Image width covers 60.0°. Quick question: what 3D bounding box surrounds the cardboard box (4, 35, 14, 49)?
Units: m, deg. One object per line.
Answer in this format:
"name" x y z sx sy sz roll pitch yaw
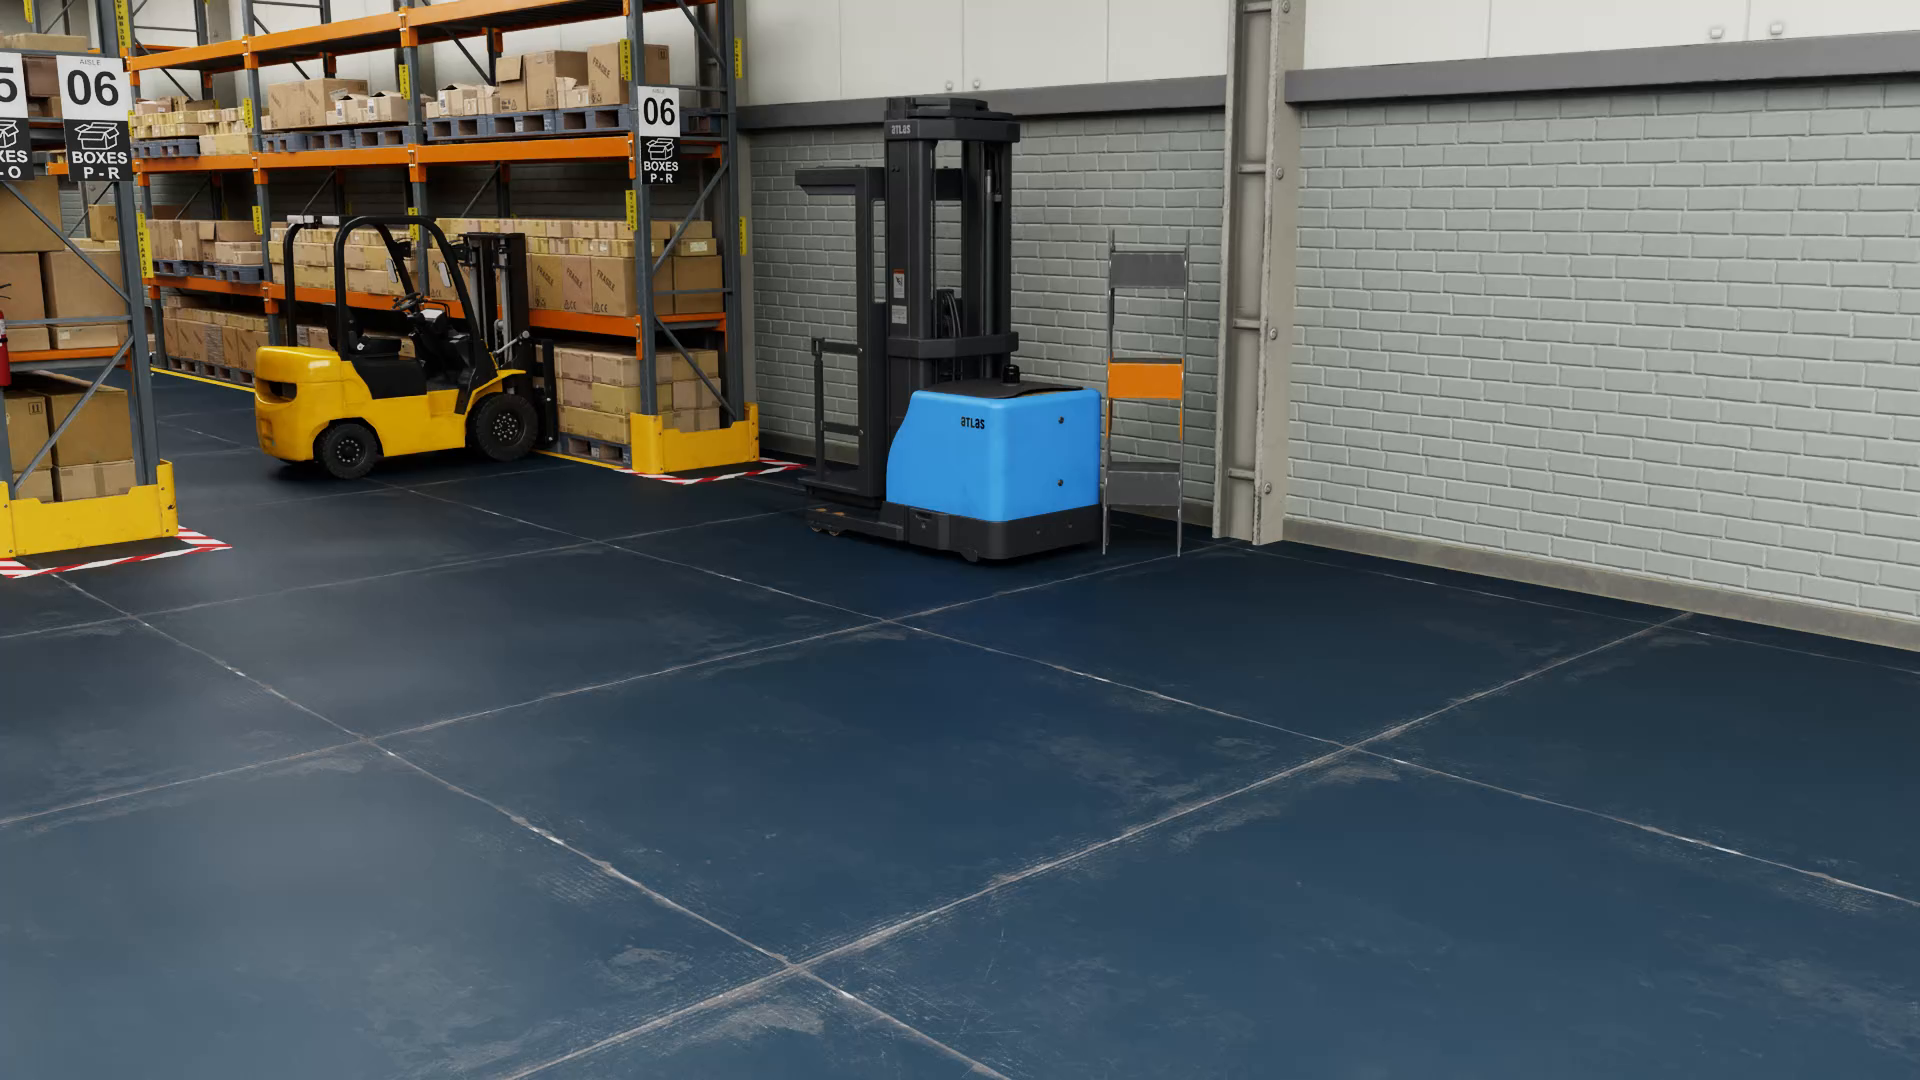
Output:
"cardboard box" -6.196 -3.290 11.161 0.380 0.149 0.250 -11 16 -43

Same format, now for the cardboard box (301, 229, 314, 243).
"cardboard box" -7.272 -3.468 18.958 0.380 0.149 0.250 -11 16 -42

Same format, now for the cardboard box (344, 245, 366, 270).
"cardboard box" -6.321 -3.072 18.019 0.500 0.250 0.500 -10 16 -41

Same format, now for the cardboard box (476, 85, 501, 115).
"cardboard box" -4.282 -4.114 15.556 0.258 0.266 0.396 11 16 44

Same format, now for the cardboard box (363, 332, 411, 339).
"cardboard box" -5.986 -1.946 18.268 0.875 0.625 0.625 -11 16 -43

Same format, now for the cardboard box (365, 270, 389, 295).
"cardboard box" -5.976 -2.751 17.702 0.500 0.250 0.500 -11 16 -43

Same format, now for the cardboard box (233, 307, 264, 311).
"cardboard box" -9.443 -3.014 22.156 0.380 0.149 0.250 -10 16 -41

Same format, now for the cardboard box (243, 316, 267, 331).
"cardboard box" -8.585 -2.670 20.483 0.250 0.149 0.380 11 16 42

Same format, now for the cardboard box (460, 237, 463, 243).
"cardboard box" -4.678 -2.926 16.327 0.380 0.149 0.250 -11 16 -43

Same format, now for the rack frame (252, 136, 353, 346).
"rack frame" -7.850 -3.298 19.988 1.000 3.000 0.127 -11 16 -43

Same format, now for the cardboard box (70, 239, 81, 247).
"cardboard box" -12.908 -4.361 24.779 0.500 0.250 0.500 -11 16 -42

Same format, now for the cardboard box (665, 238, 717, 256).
"cardboard box" -2.372 -2.583 14.661 0.250 0.149 0.380 11 16 44

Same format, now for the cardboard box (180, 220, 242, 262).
"cardboard box" -9.540 -3.845 21.352 0.700 0.500 0.500 -11 16 -43

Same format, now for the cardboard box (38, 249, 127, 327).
"cardboard box" -6.039 -1.741 11.444 0.500 0.500 0.500 -11 16 -43

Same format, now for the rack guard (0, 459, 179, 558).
"rack guard" -5.965 -0.225 11.267 1.175 0.500 0.348 -11 16 -43

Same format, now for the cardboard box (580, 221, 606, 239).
"cardboard box" -3.118 -2.732 14.647 0.380 0.149 0.250 -10 16 -41

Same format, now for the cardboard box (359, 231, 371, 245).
"cardboard box" -6.220 -3.245 17.875 0.250 0.149 0.380 11 16 44

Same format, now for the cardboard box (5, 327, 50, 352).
"cardboard box" -6.326 -1.340 11.106 0.380 0.149 0.250 -10 15 -41

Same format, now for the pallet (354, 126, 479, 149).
"pallet" -5.706 -4.217 17.487 1.217 0.209 0.805 11 16 43

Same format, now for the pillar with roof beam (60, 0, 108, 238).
"pillar with roof beam" -17.698 -7.323 24.657 9.100 9.000 0.400 -11 16 -43

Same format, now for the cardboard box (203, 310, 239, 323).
"cardboard box" -9.610 -2.910 21.649 0.380 0.149 0.250 -10 15 -41

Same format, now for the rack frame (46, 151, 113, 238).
"rack frame" -13.375 -4.466 25.655 1.000 3.000 0.127 -11 16 -43

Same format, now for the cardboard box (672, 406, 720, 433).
"cardboard box" -2.523 -1.089 15.036 0.500 0.250 0.500 -11 16 -42

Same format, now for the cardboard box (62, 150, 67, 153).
"cardboard box" -12.900 -5.833 24.492 0.500 0.250 0.500 -10 16 -41

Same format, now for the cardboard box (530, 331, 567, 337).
"cardboard box" -4.247 -1.947 16.722 0.500 0.250 0.500 -11 16 -43

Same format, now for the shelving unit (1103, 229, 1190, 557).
"shelving unit" 1.218 -0.963 10.884 0.503 2.100 0.431 2 12 9

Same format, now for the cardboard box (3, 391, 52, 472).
"cardboard box" -6.655 -0.746 11.511 0.500 0.500 0.500 -11 16 -42

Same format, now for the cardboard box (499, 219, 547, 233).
"cardboard box" -4.135 -2.962 15.763 0.380 0.149 0.250 -11 16 -43

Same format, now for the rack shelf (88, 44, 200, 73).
"rack shelf" -11.994 -6.758 23.706 1.077 0.370 4.000 -11 16 -43

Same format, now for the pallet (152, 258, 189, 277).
"pallet" -10.139 -3.656 22.201 1.003 0.211 1.213 -11 16 -43

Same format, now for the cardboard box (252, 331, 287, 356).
"cardboard box" -8.298 -2.312 20.352 0.500 0.500 0.500 -10 15 -41

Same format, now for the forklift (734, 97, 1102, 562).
"forklift" -0.435 -1.528 11.562 1.130 2.935 3.031 -11 16 -43

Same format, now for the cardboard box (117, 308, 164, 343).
"cardboard box" -11.742 -3.063 24.000 0.500 0.500 0.700 11 16 43

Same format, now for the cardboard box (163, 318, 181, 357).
"cardboard box" -10.441 -2.762 22.536 0.500 0.500 0.500 -10 15 -40

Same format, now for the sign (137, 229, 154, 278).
"sign" -5.520 -1.938 11.241 0.100 0.325 0.005 -11 16 -43

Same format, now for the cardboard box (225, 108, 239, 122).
"cardboard box" -8.627 -5.129 20.085 0.250 0.149 0.380 11 16 43

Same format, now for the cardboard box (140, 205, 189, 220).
"cardboard box" -11.448 -4.576 23.966 0.500 0.500 0.500 11 16 44

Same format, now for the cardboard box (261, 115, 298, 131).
"cardboard box" -7.829 -4.815 19.204 0.380 0.166 0.250 -11 16 -43

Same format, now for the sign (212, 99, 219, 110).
"sign" -10.213 -5.875 22.805 0.100 0.325 0.005 -11 16 -43

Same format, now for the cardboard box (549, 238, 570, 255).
"cardboard box" -3.482 -2.659 15.028 0.250 0.149 0.380 11 16 43

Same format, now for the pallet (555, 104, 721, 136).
"pallet" -2.795 -3.664 14.545 1.003 0.211 1.213 -11 16 -43

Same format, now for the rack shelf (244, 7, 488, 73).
"rack shelf" -6.469 -5.397 18.079 1.077 0.370 4.000 -11 16 -43

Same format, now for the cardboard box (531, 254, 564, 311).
"cardboard box" -3.561 -2.367 15.218 0.500 0.500 0.500 -11 16 -44

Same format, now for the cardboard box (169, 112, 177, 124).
"cardboard box" -9.784 -5.345 21.087 0.380 0.149 0.250 -11 16 -42

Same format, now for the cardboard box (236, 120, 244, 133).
"cardboard box" -8.434 -4.948 19.945 0.250 0.149 0.380 11 16 44

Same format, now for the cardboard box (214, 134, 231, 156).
"cardboard box" -8.728 -4.808 20.255 0.500 0.250 0.500 -11 16 -42

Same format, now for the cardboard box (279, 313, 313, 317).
"cardboard box" -8.379 -2.785 21.041 0.380 0.149 0.250 -11 16 -42

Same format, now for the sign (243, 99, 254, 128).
"sign" -8.244 -4.945 19.267 0.100 0.325 0.005 -11 16 -43

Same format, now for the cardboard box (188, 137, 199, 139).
"cardboard box" -9.974 -5.378 21.984 0.250 0.149 0.380 11 16 43

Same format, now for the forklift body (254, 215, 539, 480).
"forklift body" -4.954 -1.738 14.516 2.313 2.155 1.214 -11 16 -43

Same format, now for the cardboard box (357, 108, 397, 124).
"cardboard box" -6.067 -4.434 17.398 0.380 0.149 0.250 -11 16 -43

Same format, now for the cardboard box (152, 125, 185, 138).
"cardboard box" -10.181 -5.269 21.454 0.380 0.149 0.250 -11 16 -42
